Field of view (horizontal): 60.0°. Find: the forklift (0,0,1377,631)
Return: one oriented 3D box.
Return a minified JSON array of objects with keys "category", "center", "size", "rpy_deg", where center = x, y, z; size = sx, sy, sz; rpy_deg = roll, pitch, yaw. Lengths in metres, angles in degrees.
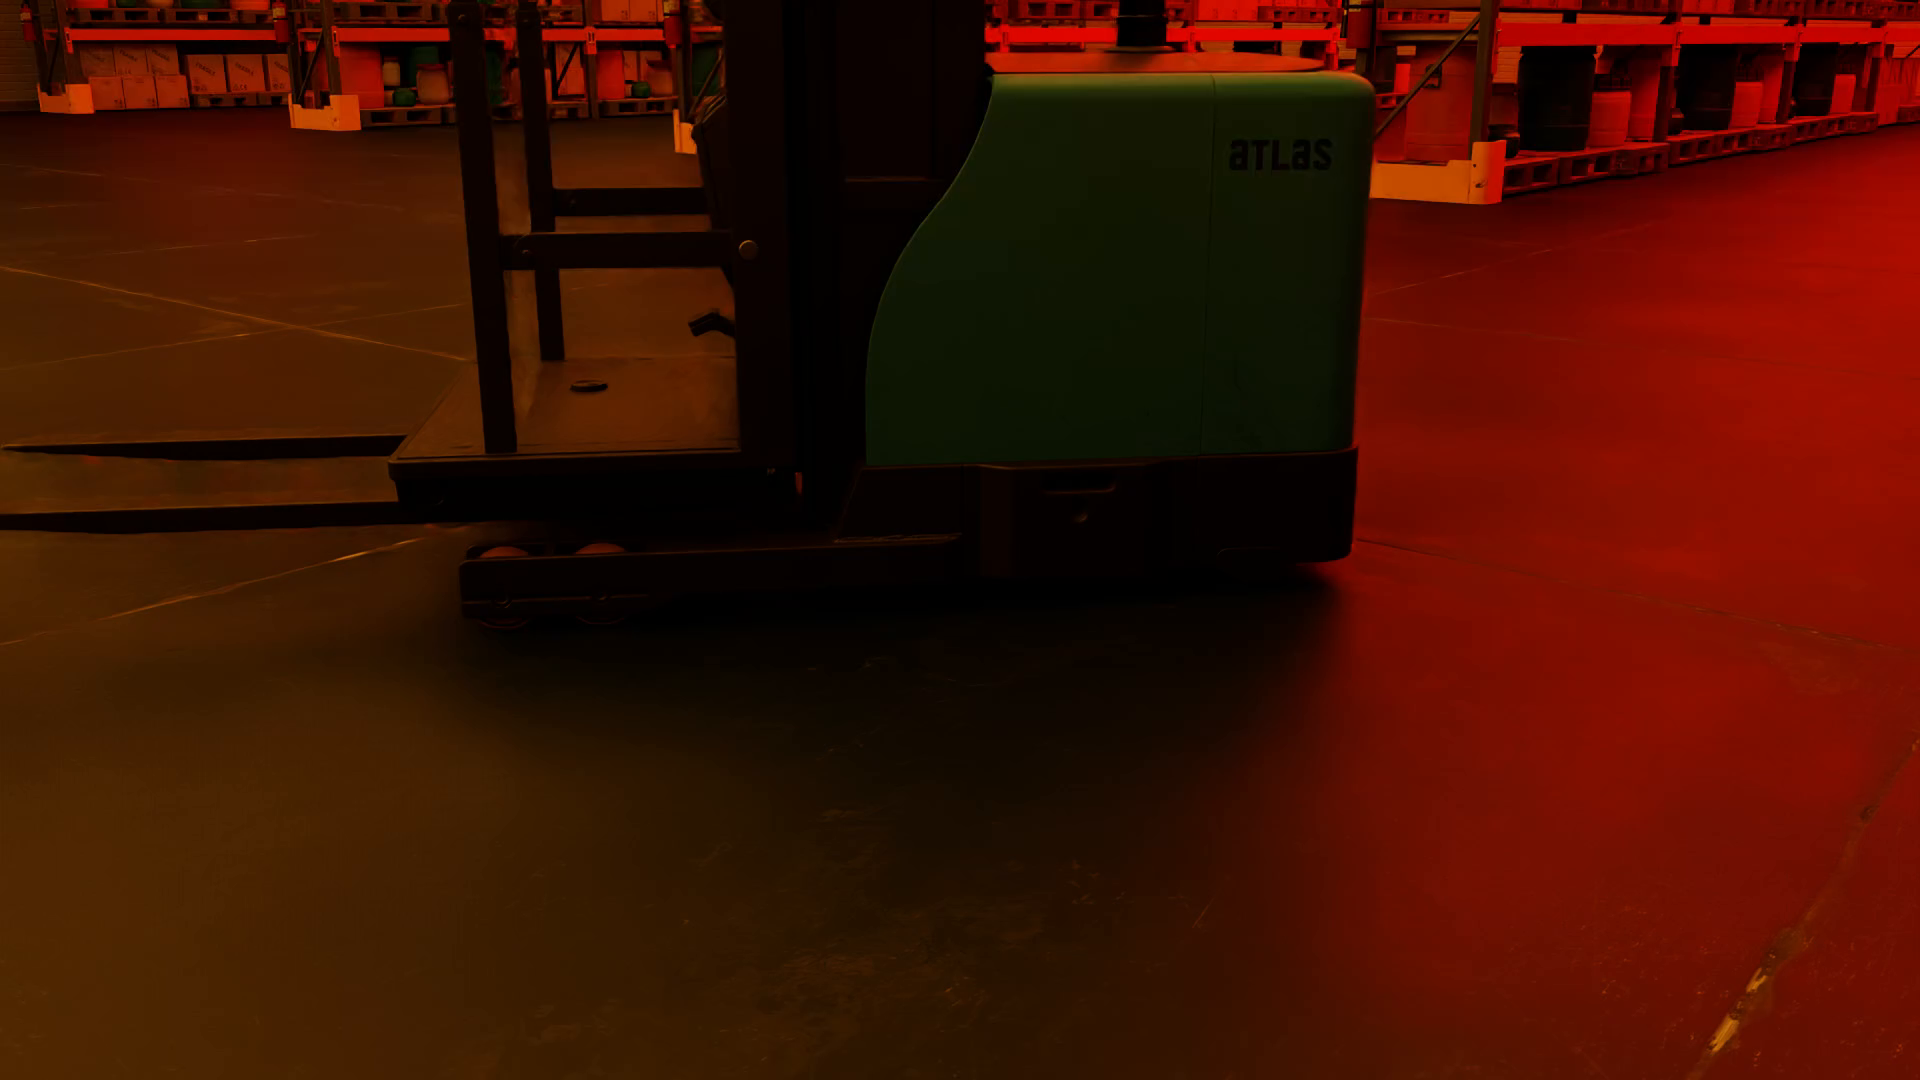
[{"category":"forklift","center":[-0.704,-1.383,3.454],"size":[3.031,2.935,1.130],"rpy_deg":[-2,17,-7]}]
